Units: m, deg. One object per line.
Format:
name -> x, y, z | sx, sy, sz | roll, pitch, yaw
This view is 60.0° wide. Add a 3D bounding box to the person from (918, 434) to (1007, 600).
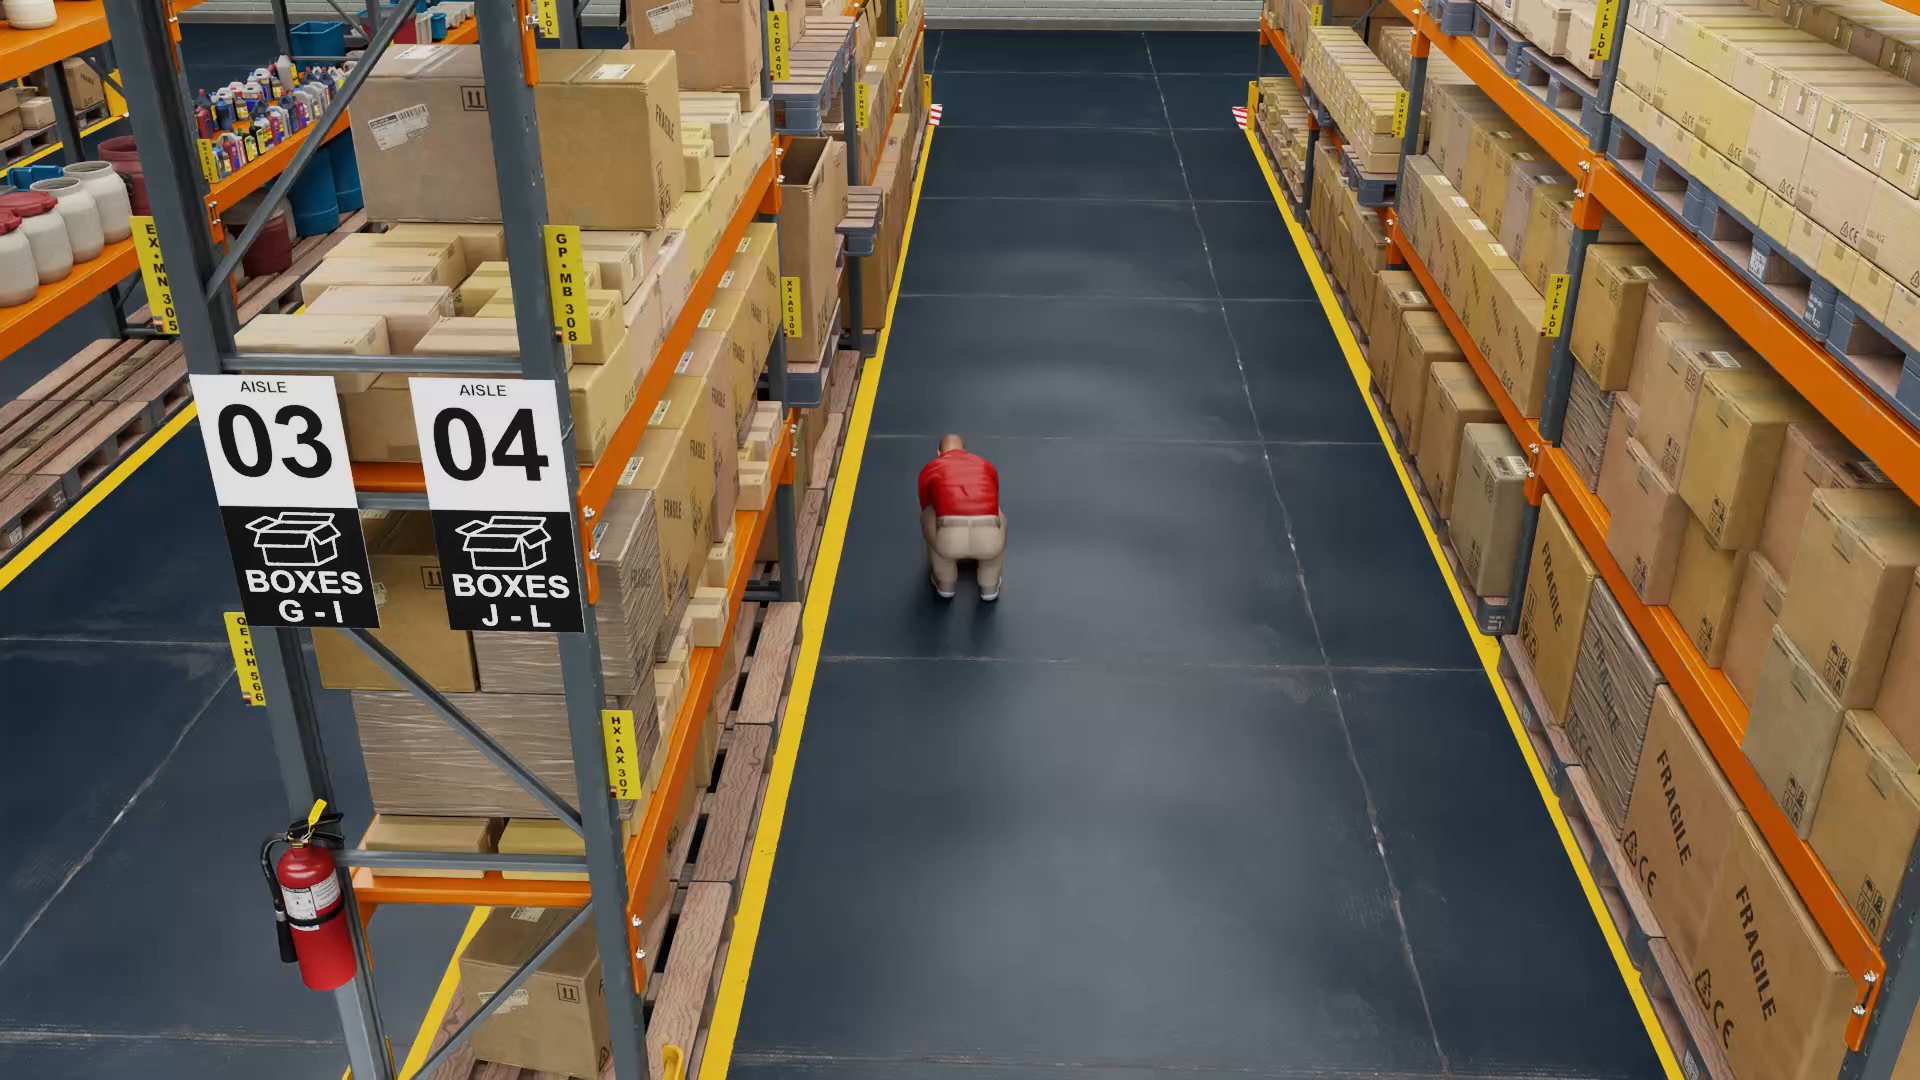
person -> 0.020, -0.092, 9.912 | 0.533, 0.843, 0.904 | -1, 28, -2
